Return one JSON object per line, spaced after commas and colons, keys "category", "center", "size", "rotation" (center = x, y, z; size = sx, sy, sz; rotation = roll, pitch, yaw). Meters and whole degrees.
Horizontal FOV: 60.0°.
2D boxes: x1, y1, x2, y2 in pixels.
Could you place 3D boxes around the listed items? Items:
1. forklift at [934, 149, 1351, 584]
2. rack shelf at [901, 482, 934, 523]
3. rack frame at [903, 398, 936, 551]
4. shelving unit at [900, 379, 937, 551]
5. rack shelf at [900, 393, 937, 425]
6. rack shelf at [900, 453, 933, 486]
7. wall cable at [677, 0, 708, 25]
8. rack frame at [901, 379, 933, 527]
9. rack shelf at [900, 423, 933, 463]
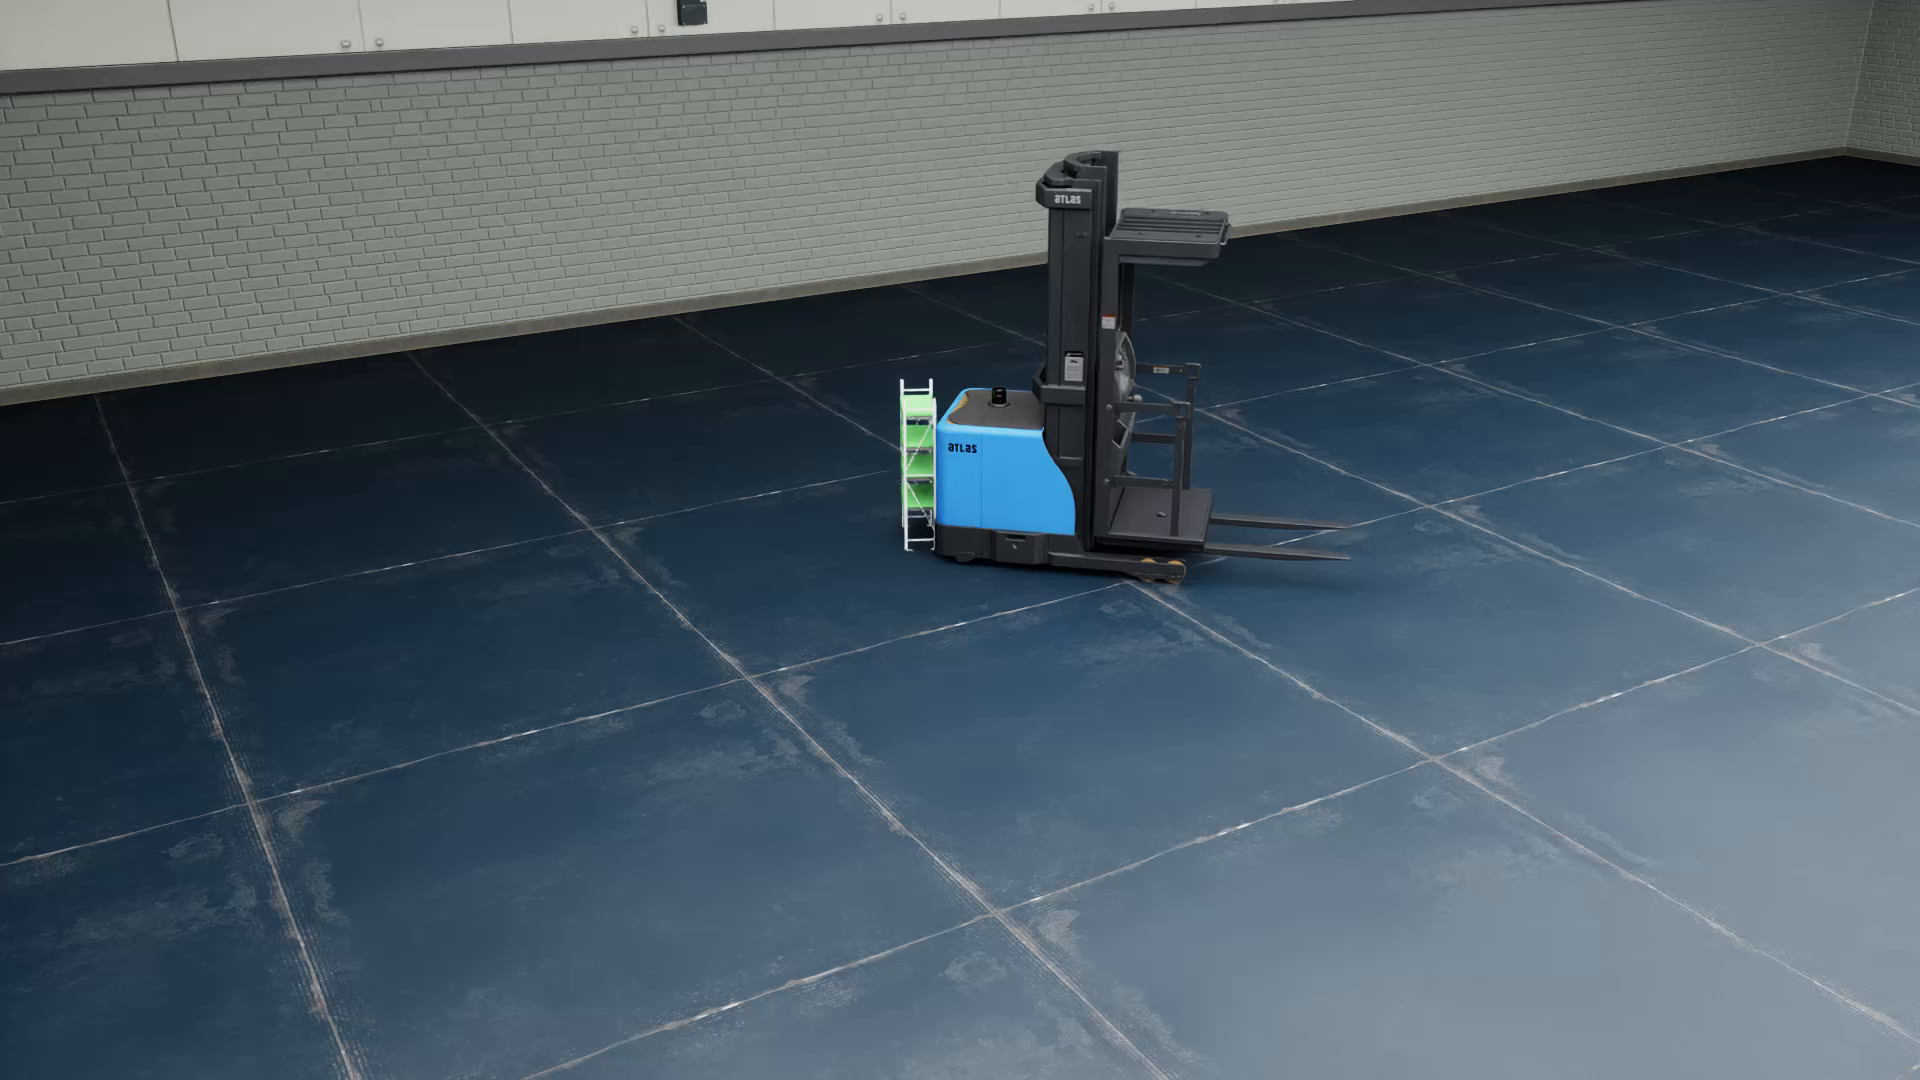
{"category": "forklift", "center": [1.381, -1.259, 12.015], "size": [3.031, 2.935, 1.130], "rotation": [5, 23, 11]}
{"category": "rack shelf", "center": [-0.315, -0.290, 12.739], "size": [0.258, 0.148, 0.480], "rotation": [-1, 22, -4]}
{"category": "rack frame", "center": [-0.298, -0.480, 12.399], "size": [0.240, 1.200, 0.015], "rotation": [-1, 22, -4]}
{"category": "shelving unit", "center": [-0.315, -0.572, 12.625], "size": [0.258, 1.200, 0.503], "rotation": [-1, 22, -4]}
{"category": "rack shelf", "center": [-0.315, -0.957, 12.468], "size": [0.258, 0.148, 0.480], "rotation": [-1, 22, -4]}
{"category": "rack shelf", "center": [-0.315, -0.513, 12.649], "size": [0.258, 0.148, 0.480], "rotation": [-1, 22, -4]}
{"category": "wall cable", "center": [-2.056, -8.617, 17.545], "size": [2.305, 6.003, 0.169], "rotation": [-13, 25, -28]}
{"category": "rack frame", "center": [-0.332, -0.664, 12.851], "size": [0.240, 1.200, 0.015], "rotation": [-1, 22, -4]}
{"category": "rack shelf", "center": [-0.315, -0.735, 12.559], "size": [0.258, 0.148, 0.480], "rotation": [-1, 22, -4]}
